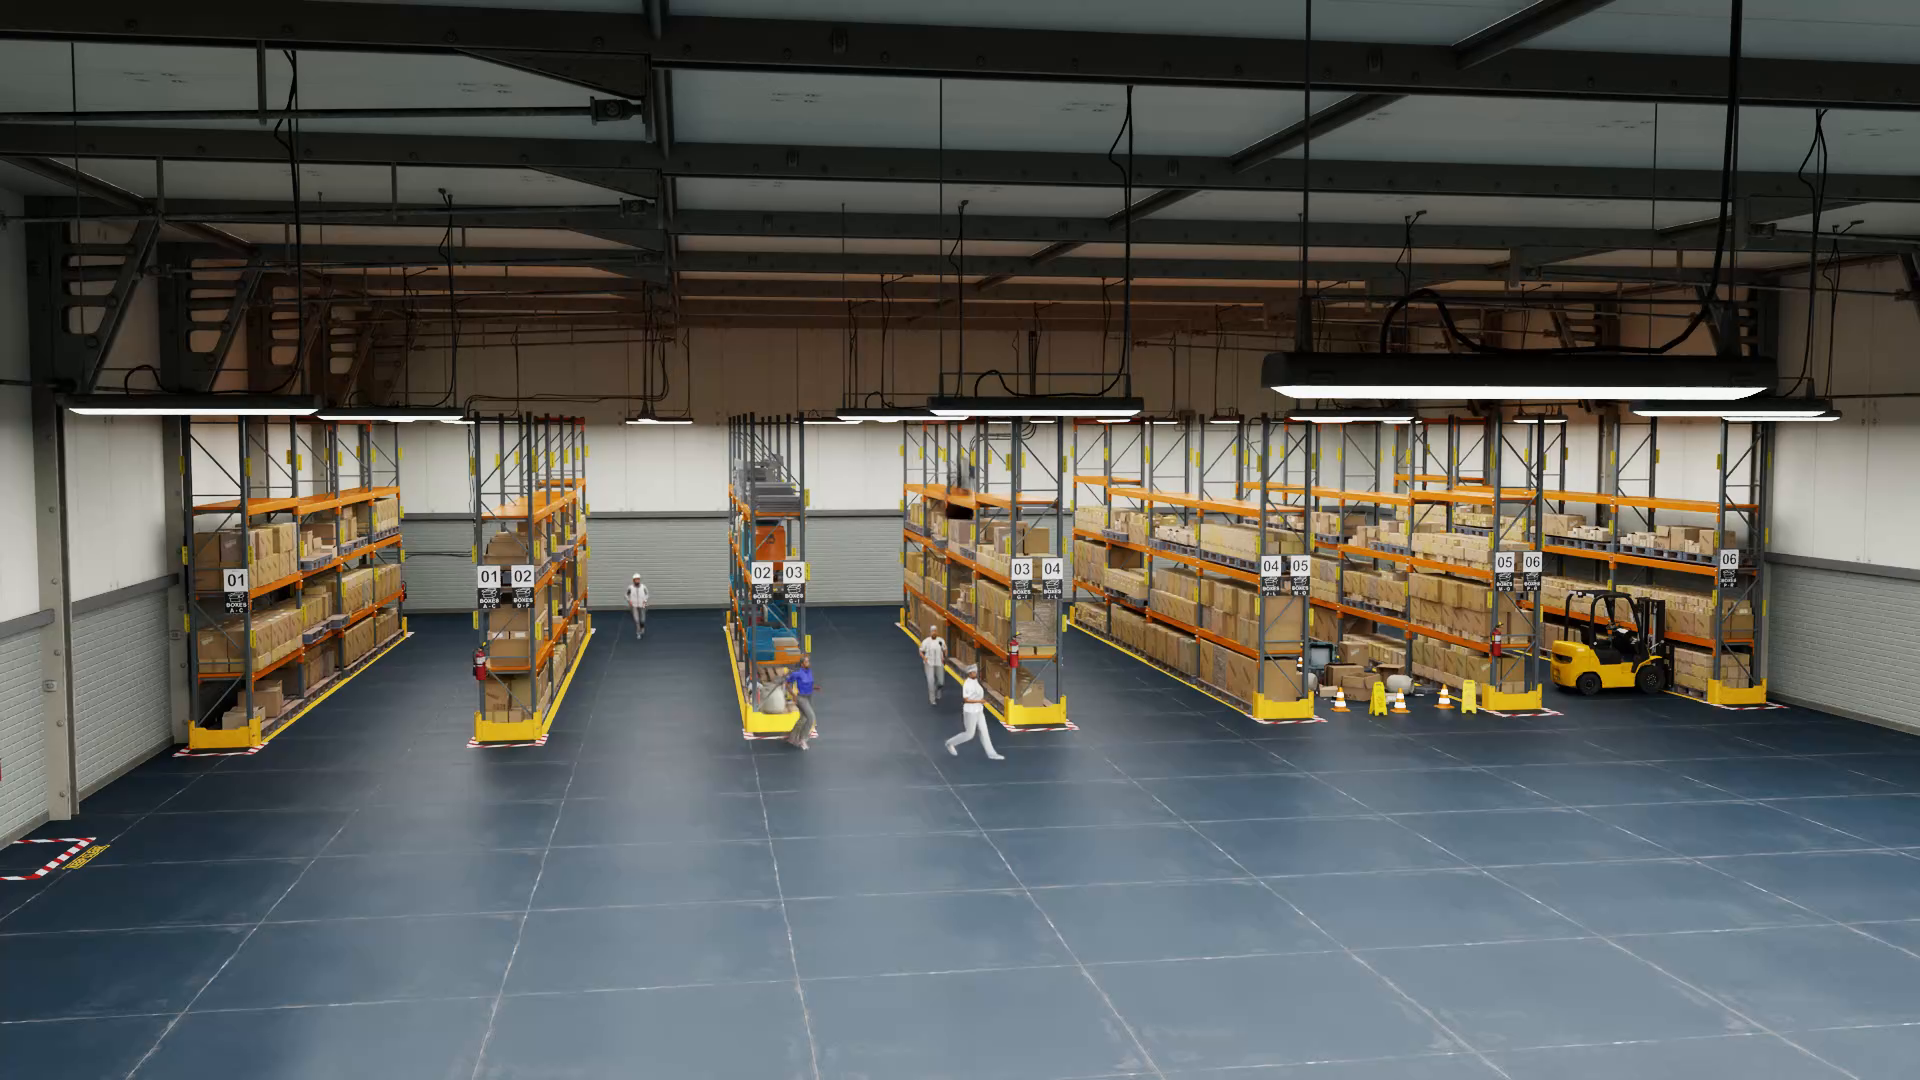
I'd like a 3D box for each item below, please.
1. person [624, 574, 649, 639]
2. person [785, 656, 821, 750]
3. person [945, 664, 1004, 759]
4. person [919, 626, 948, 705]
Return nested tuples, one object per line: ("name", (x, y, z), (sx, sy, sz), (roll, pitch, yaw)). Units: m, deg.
("person", (-8.776, 1.792, 45.156), (0.673, 1.747, 0.612), (-1, 4, -16))
("person", (-2.776, 2.893, 29.594), (0.705, 1.677, 0.554), (2, 4, 28))
("person", (0.256, 2.920, 28.412), (1.044, 1.641, 0.594), (2, 4, 23))
("person", (-0.543, 2.576, 34.386), (0.605, 1.615, 0.558), (-1, 4, -9))
